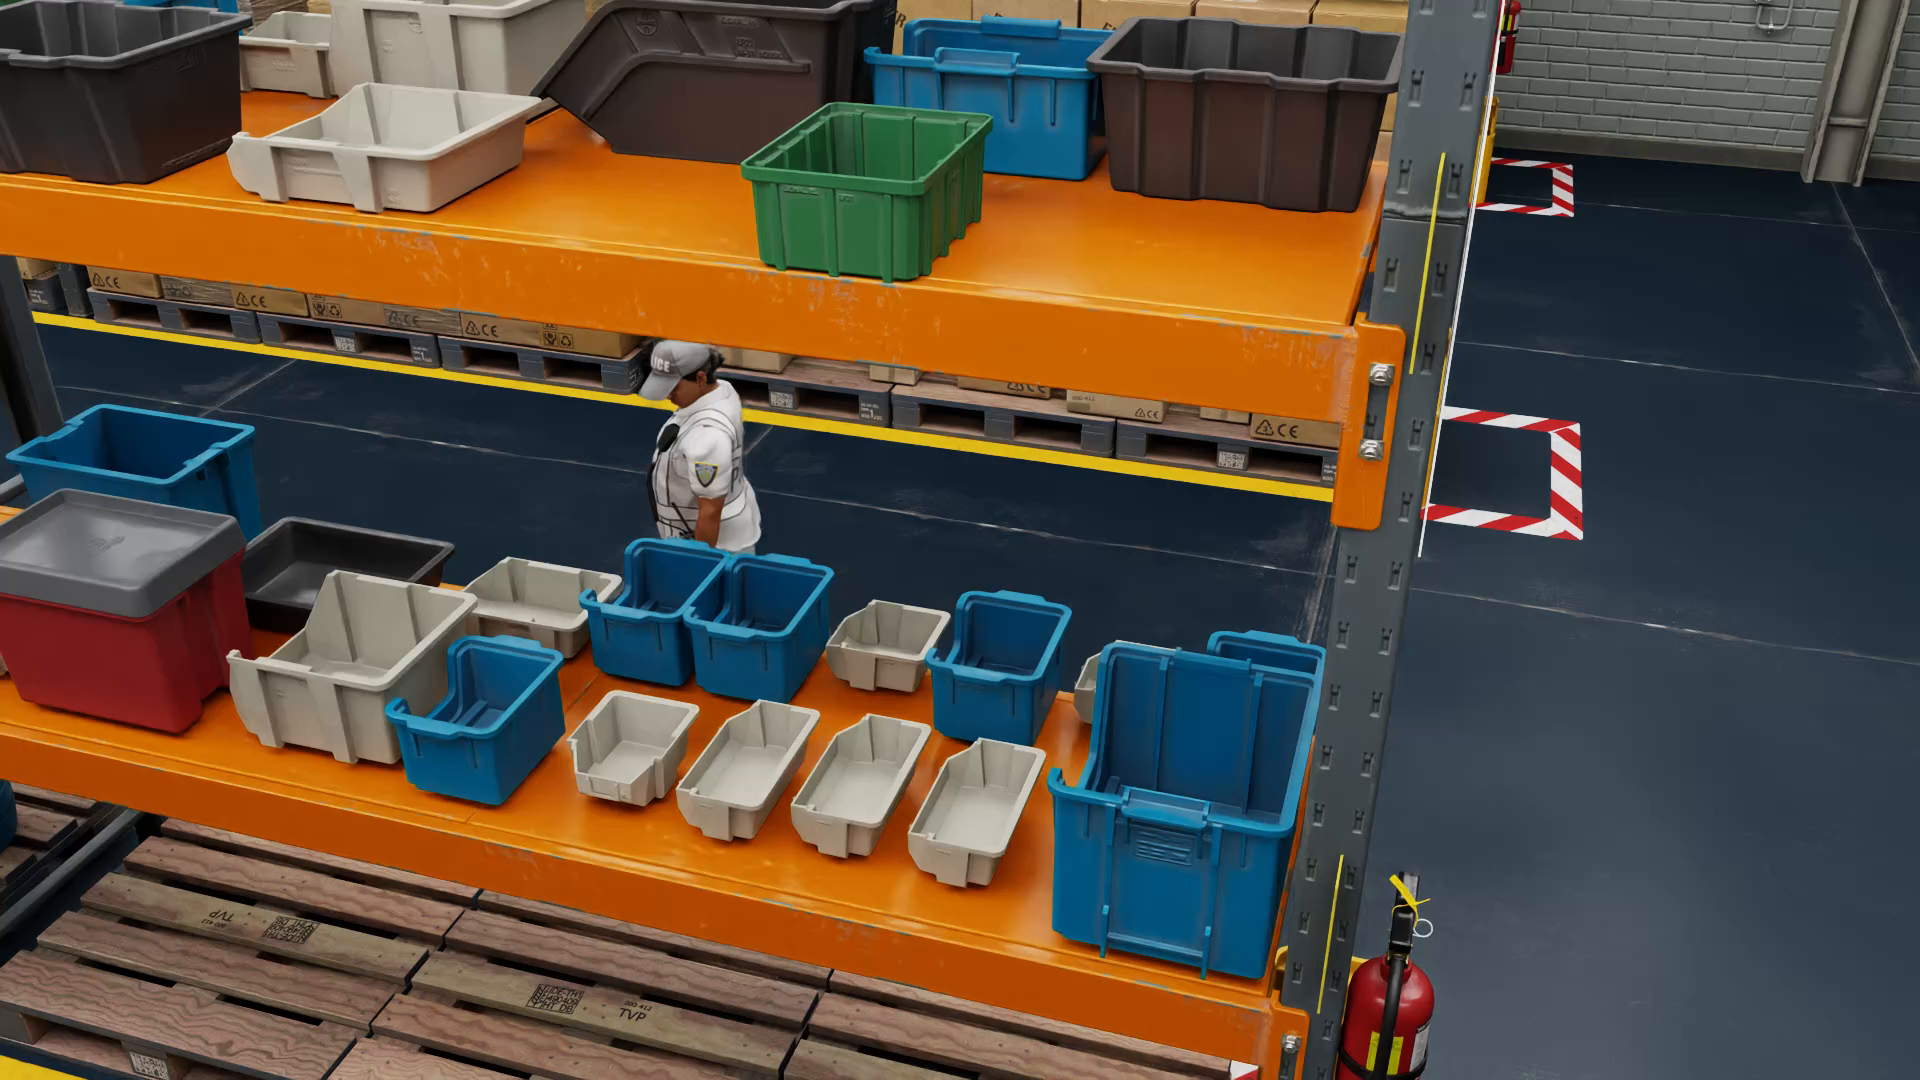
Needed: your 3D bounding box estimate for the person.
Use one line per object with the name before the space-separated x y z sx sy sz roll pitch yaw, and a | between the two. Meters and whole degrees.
person | -0.932 0.039 6.082 0.423 1.714 0.529 -2 29 -3
